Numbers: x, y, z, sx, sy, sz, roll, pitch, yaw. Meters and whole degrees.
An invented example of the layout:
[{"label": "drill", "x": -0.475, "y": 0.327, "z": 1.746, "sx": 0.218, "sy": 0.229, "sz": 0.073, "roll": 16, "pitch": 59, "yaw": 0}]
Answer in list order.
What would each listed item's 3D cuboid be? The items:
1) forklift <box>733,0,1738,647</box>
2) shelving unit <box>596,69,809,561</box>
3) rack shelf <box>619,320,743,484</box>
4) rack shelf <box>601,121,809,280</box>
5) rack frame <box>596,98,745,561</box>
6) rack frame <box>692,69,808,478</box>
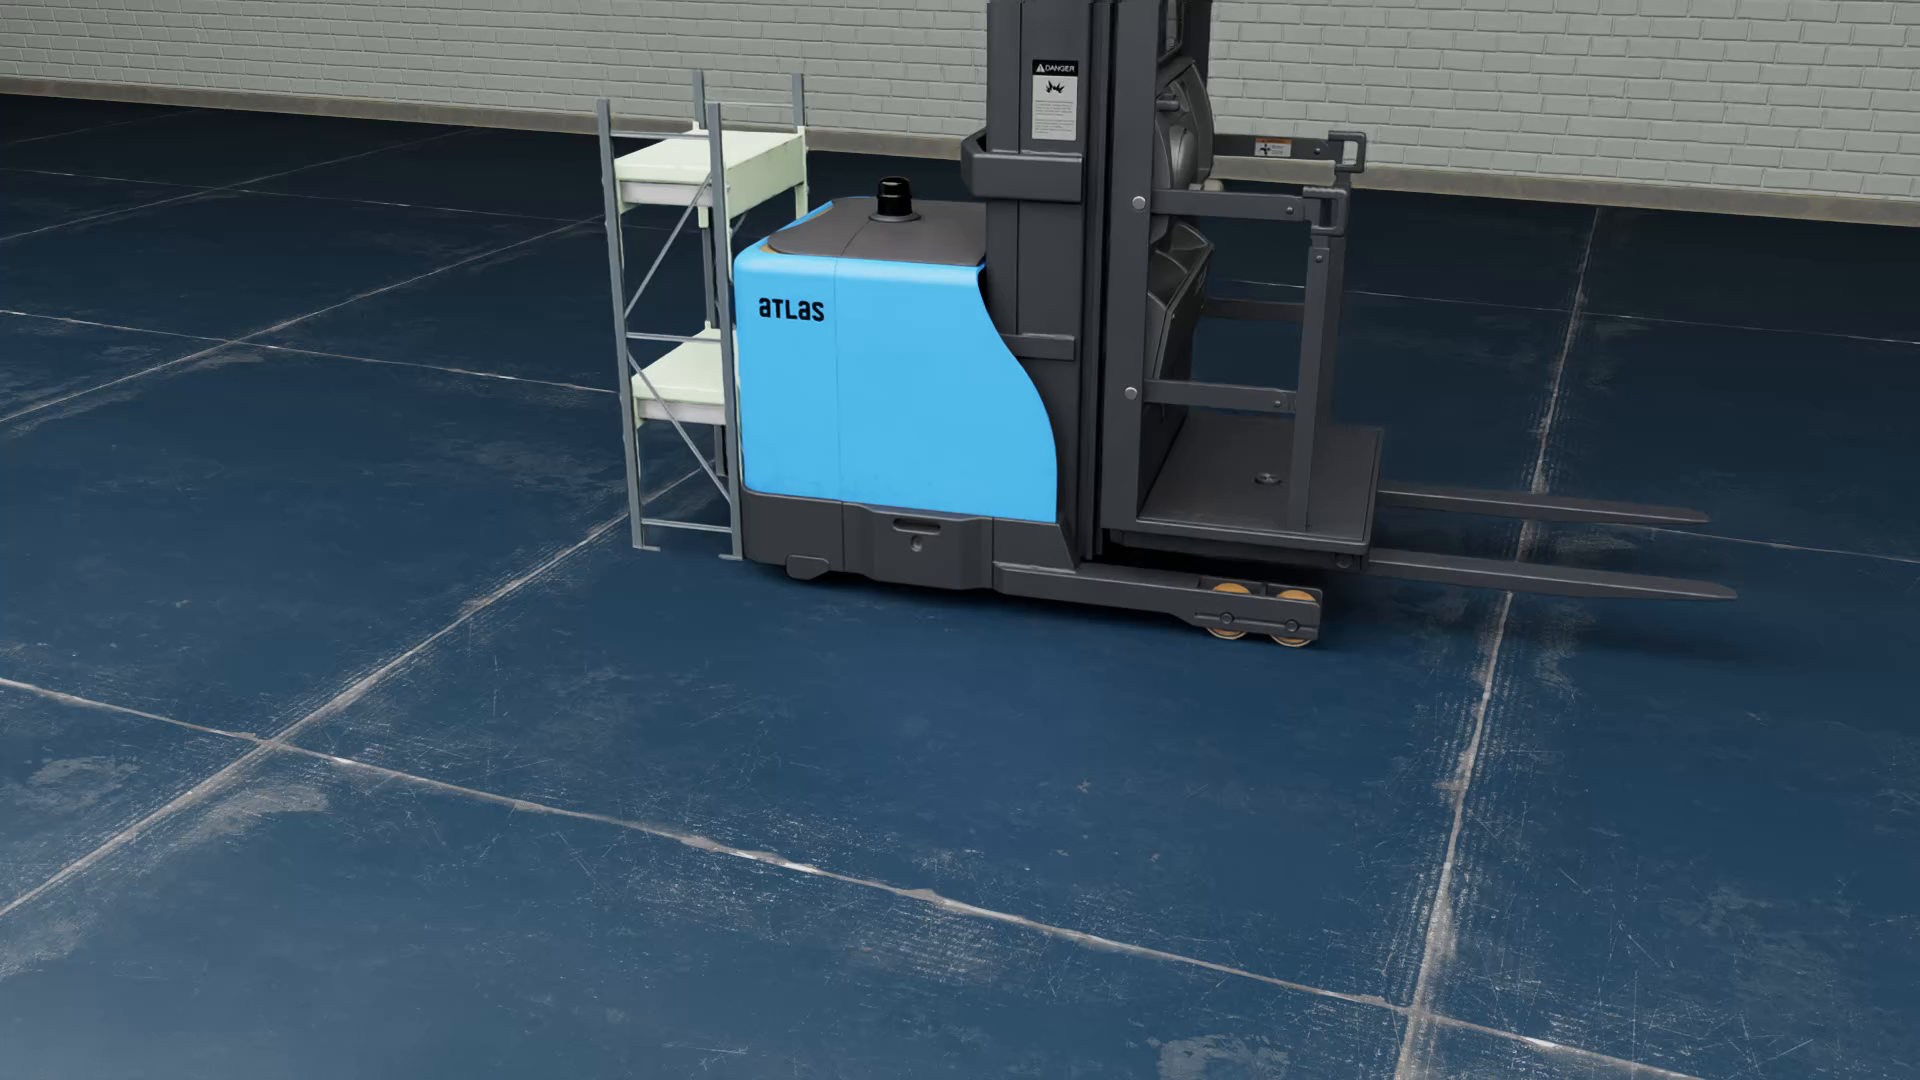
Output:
[{"label": "forklift", "x": 0.864, "y": -1.260, "z": 4.963, "sx": 3.031, "sy": 2.935, "sz": 1.130, "roll": 6, "pitch": 23, "yaw": 14}, {"label": "shelving unit", "x": -0.825, "y": -0.781, "z": 5.675, "sx": 0.431, "sy": 1.500, "sz": 0.755, "roll": 6, "pitch": 23, "yaw": 14}, {"label": "rack shelf", "x": -0.825, "y": -0.481, "z": 5.801, "sx": 0.431, "sy": 0.370, "sz": 0.720, "roll": 6, "pitch": 23, "yaw": 14}, {"label": "rack shelf", "x": -0.825, "y": -1.142, "z": 5.525, "sx": 0.431, "sy": 0.370, "sz": 0.720, "roll": 6, "pitch": 23, "yaw": 14}, {"label": "rack frame", "x": -0.920, "y": -0.645, "z": 5.349, "sx": 0.400, "sy": 1.500, "sz": 0.023, "roll": 6, "pitch": 23, "yaw": 14}, {"label": "rack frame", "x": -0.731, "y": -0.918, "z": 6.001, "sx": 0.400, "sy": 1.500, "sz": 0.023, "roll": 6, "pitch": 23, "yaw": 14}]
